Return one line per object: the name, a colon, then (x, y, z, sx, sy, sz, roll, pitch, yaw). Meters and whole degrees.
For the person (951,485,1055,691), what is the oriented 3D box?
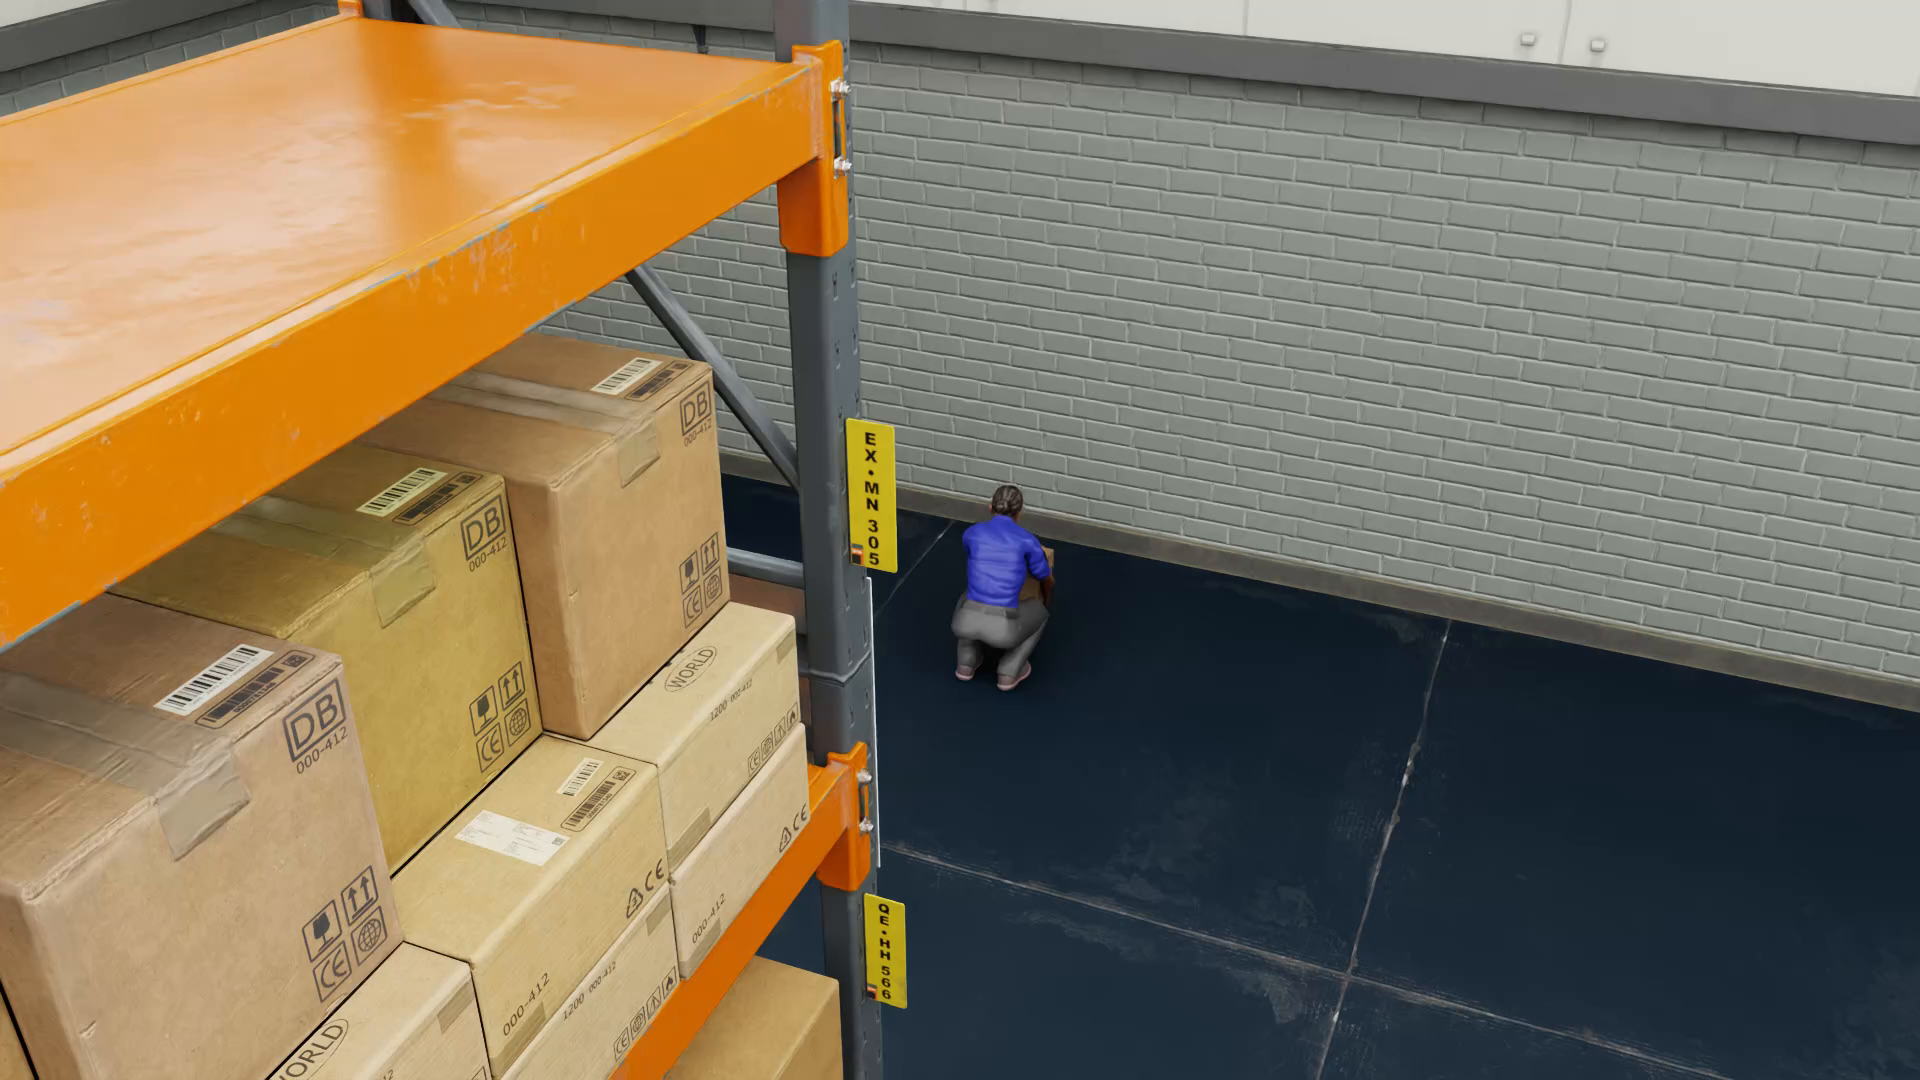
person: (0.224, 0.234, 8.738, 0.471, 0.931, 0.839, 11, 32, 18)
